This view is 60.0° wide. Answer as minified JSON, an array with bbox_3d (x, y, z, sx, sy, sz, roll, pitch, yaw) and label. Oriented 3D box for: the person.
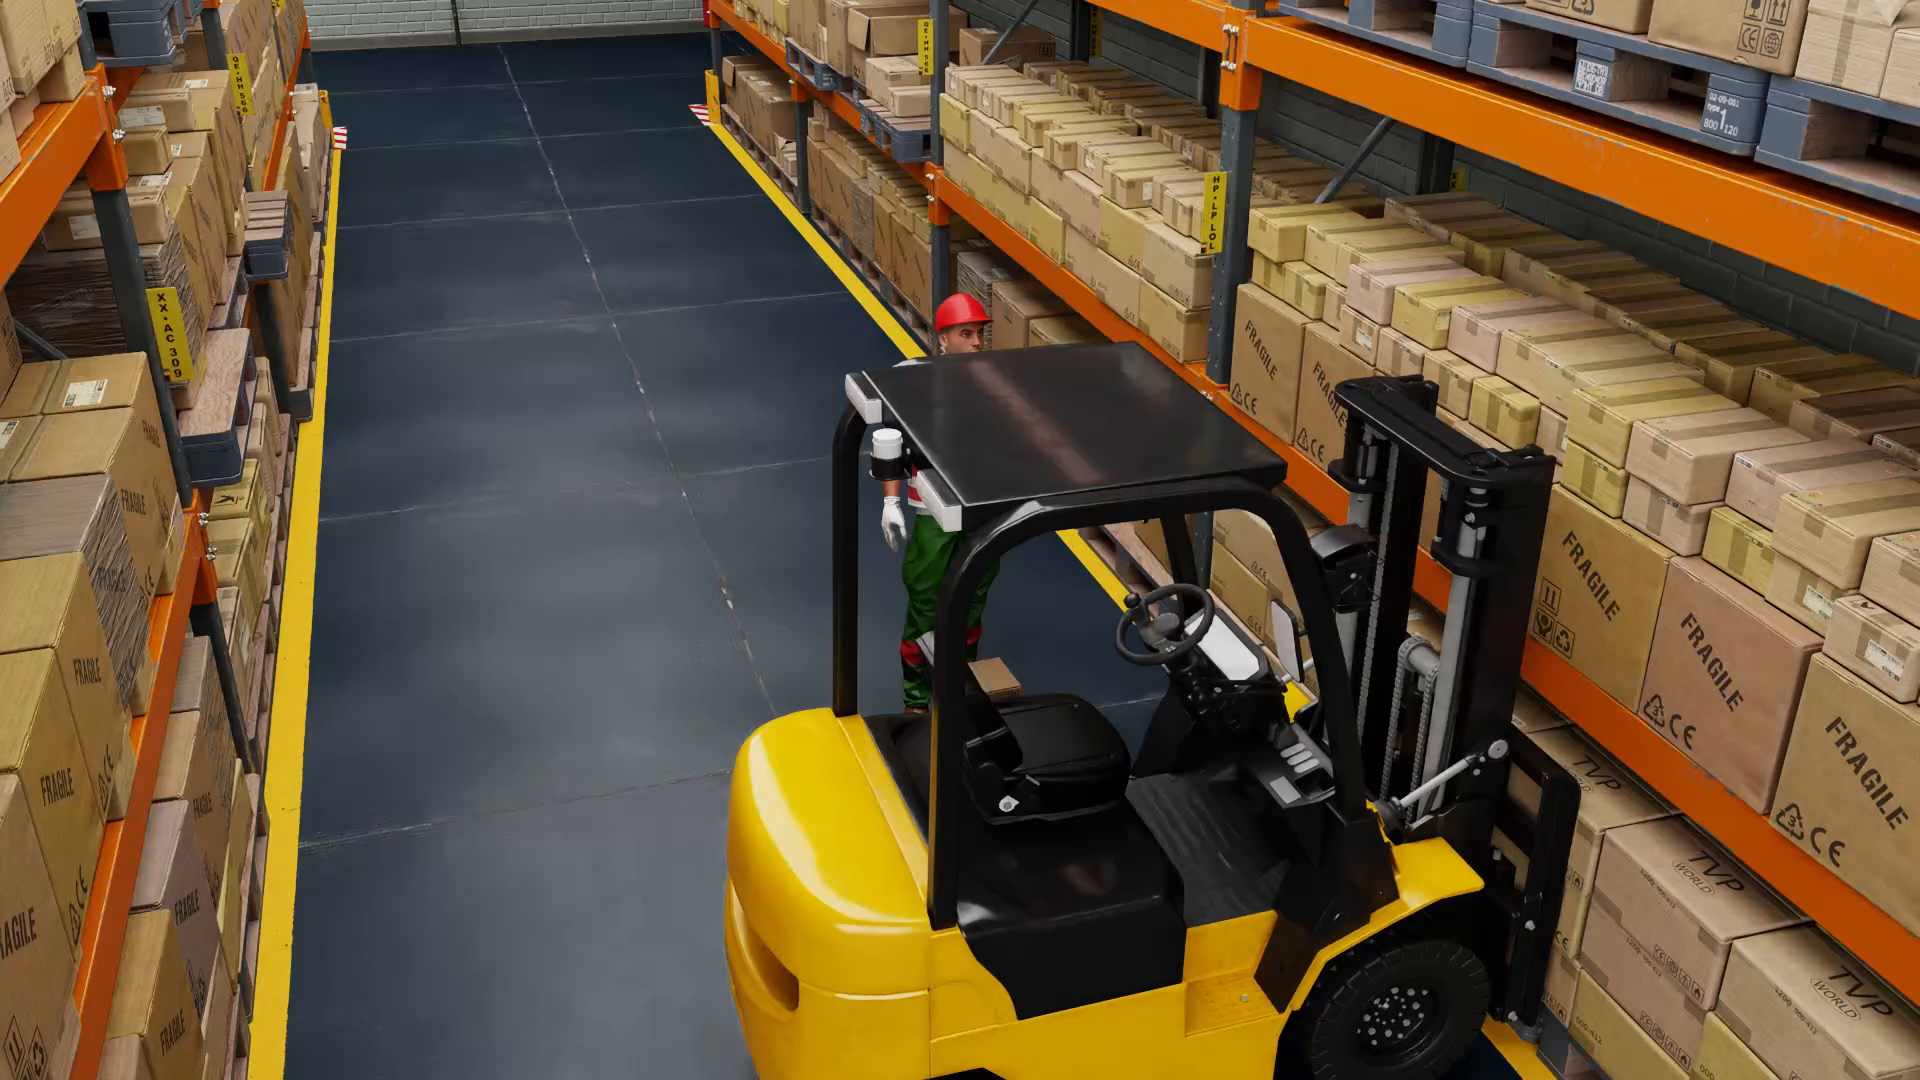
[{"bbox_3d":[0.001,-0.097,6.762,0.638,1.787,0.564,-8,27,-16],"label":"person"}]
